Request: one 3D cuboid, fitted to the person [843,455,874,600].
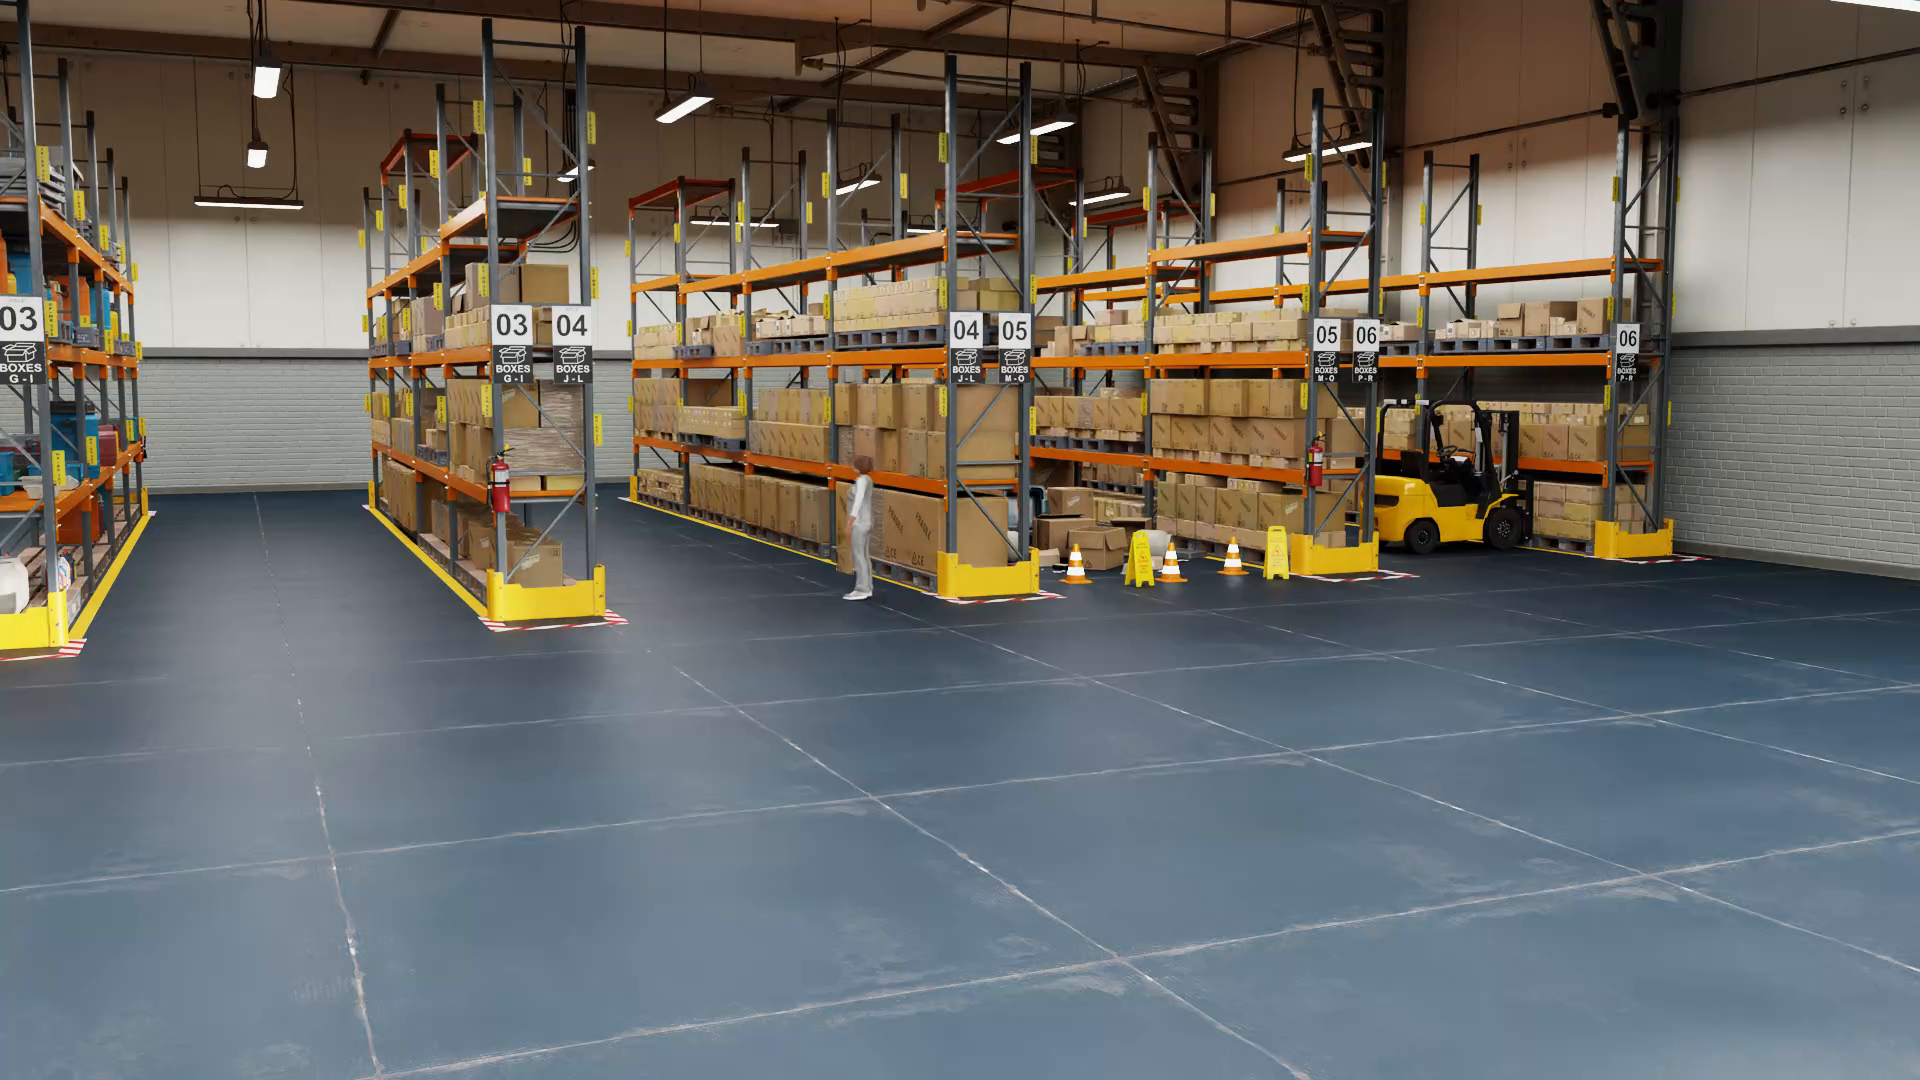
[{"bbox_3d":[-1.130,-0.147,18.479,0.352,1.607,0.500,1,6,9],"label":"person"}]
